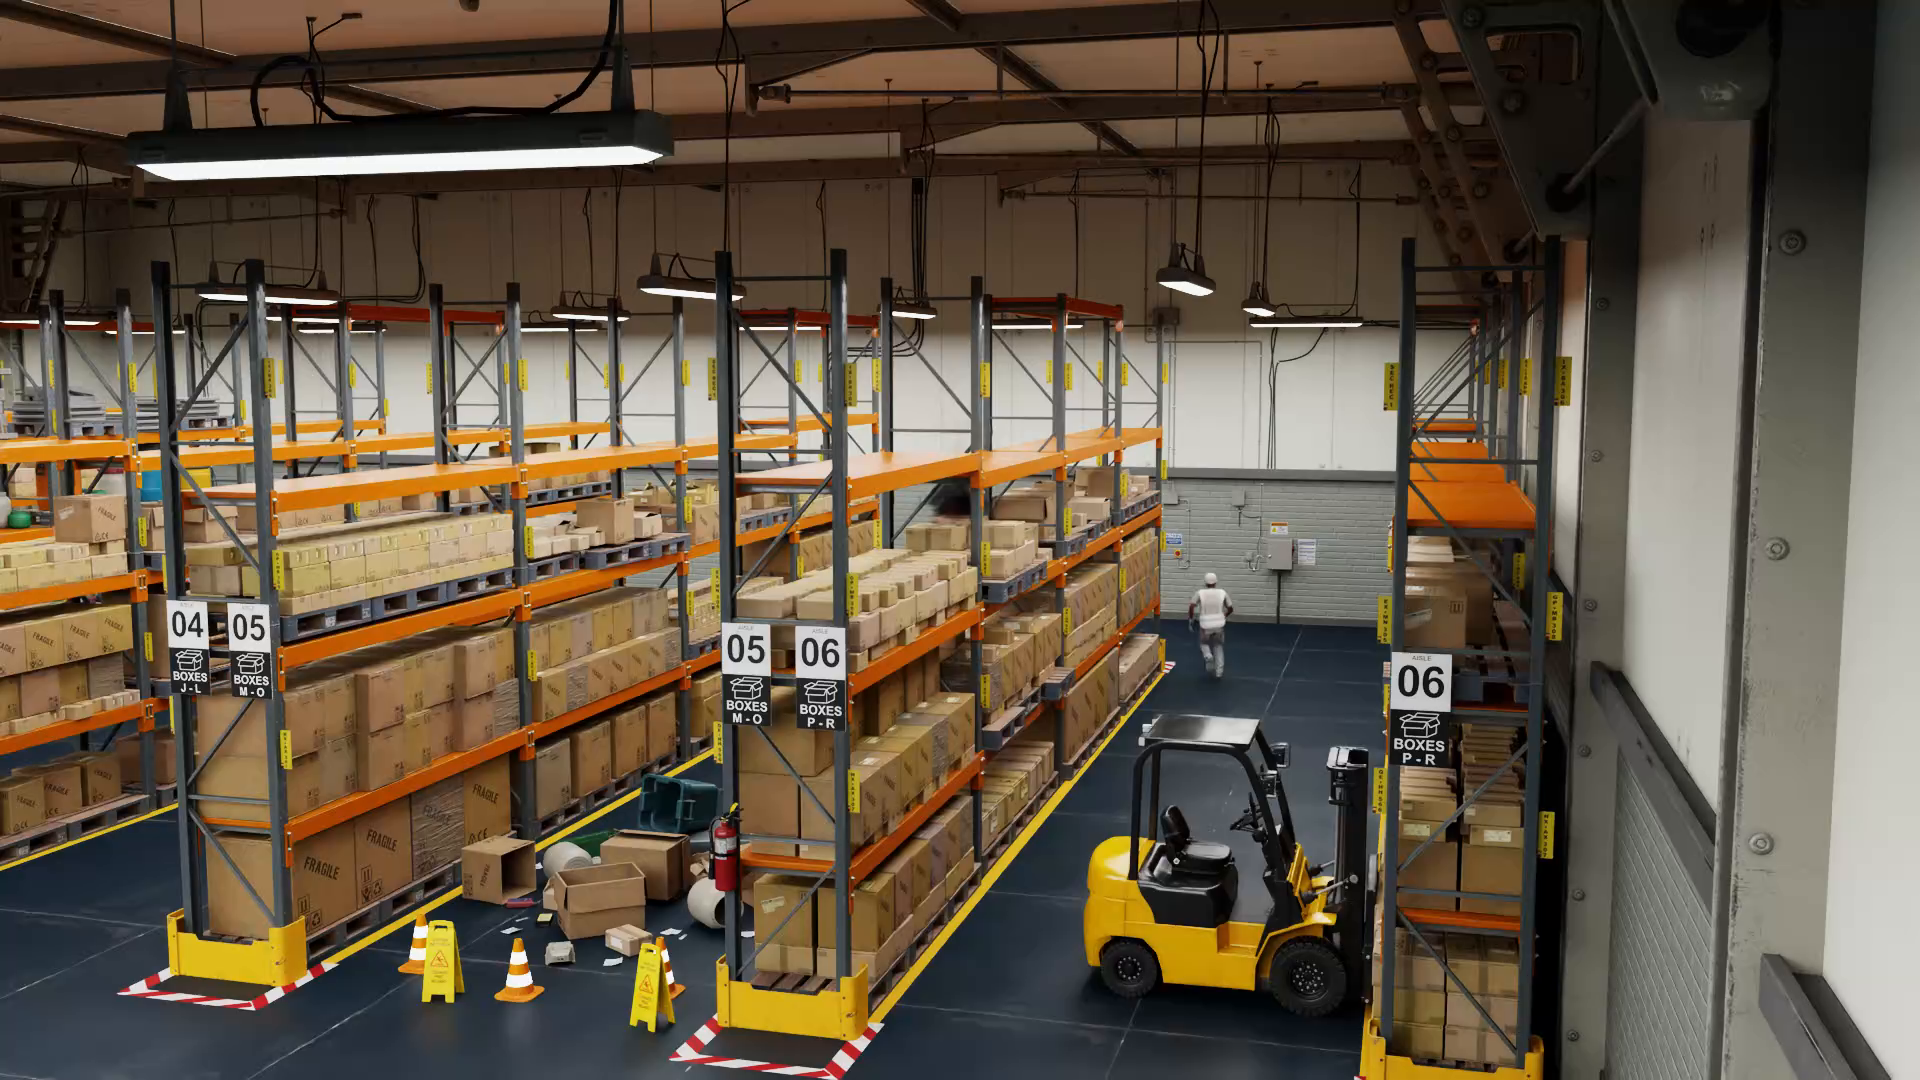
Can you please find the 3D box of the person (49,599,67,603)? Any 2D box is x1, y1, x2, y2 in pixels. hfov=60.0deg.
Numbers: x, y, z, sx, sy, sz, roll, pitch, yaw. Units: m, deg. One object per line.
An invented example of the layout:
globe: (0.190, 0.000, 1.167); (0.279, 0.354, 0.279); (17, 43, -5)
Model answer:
person: (-15.245, 1.332, 28.104); (0.687, 1.722, 0.745); (0, 6, 1)

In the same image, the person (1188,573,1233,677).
person: (4.141, 1.388, 27.575); (0.742, 1.712, 0.557); (0, 6, 1)
